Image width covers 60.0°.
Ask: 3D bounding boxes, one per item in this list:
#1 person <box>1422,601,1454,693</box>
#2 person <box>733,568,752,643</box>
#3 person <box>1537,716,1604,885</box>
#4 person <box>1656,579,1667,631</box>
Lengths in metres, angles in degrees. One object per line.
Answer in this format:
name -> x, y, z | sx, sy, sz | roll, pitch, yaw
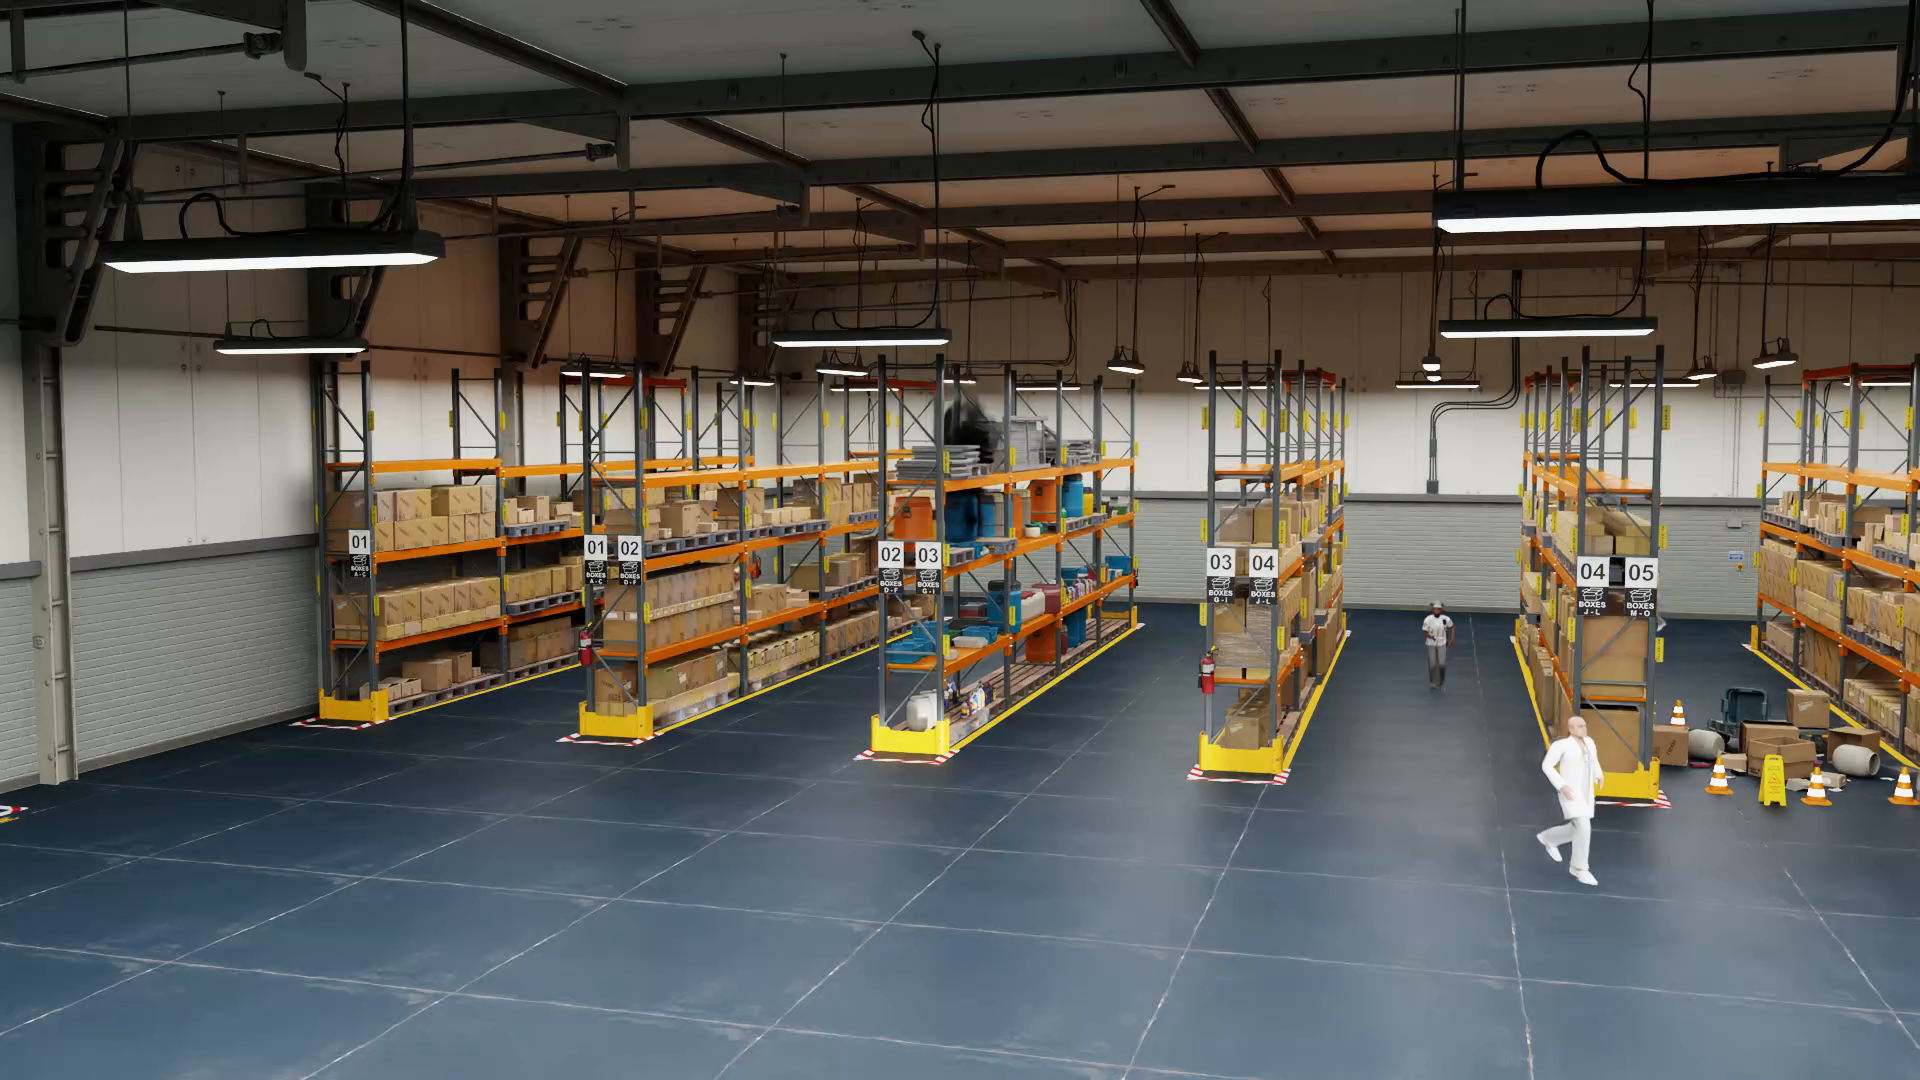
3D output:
person -> 8.825, 1.984, 30.698 | 0.590, 1.734, 0.682 | 1, 4, 14
person -> -4.865, 1.512, 36.433 | 0.686, 1.792, 0.839 | 1, 4, 11
person -> 6.738, 2.822, 18.295 | 0.733, 1.806, 0.795 | -2, 5, -26
person -> 16.153, 1.369, 39.035 | 0.967, 1.668, 0.539 | 0, 4, -1
